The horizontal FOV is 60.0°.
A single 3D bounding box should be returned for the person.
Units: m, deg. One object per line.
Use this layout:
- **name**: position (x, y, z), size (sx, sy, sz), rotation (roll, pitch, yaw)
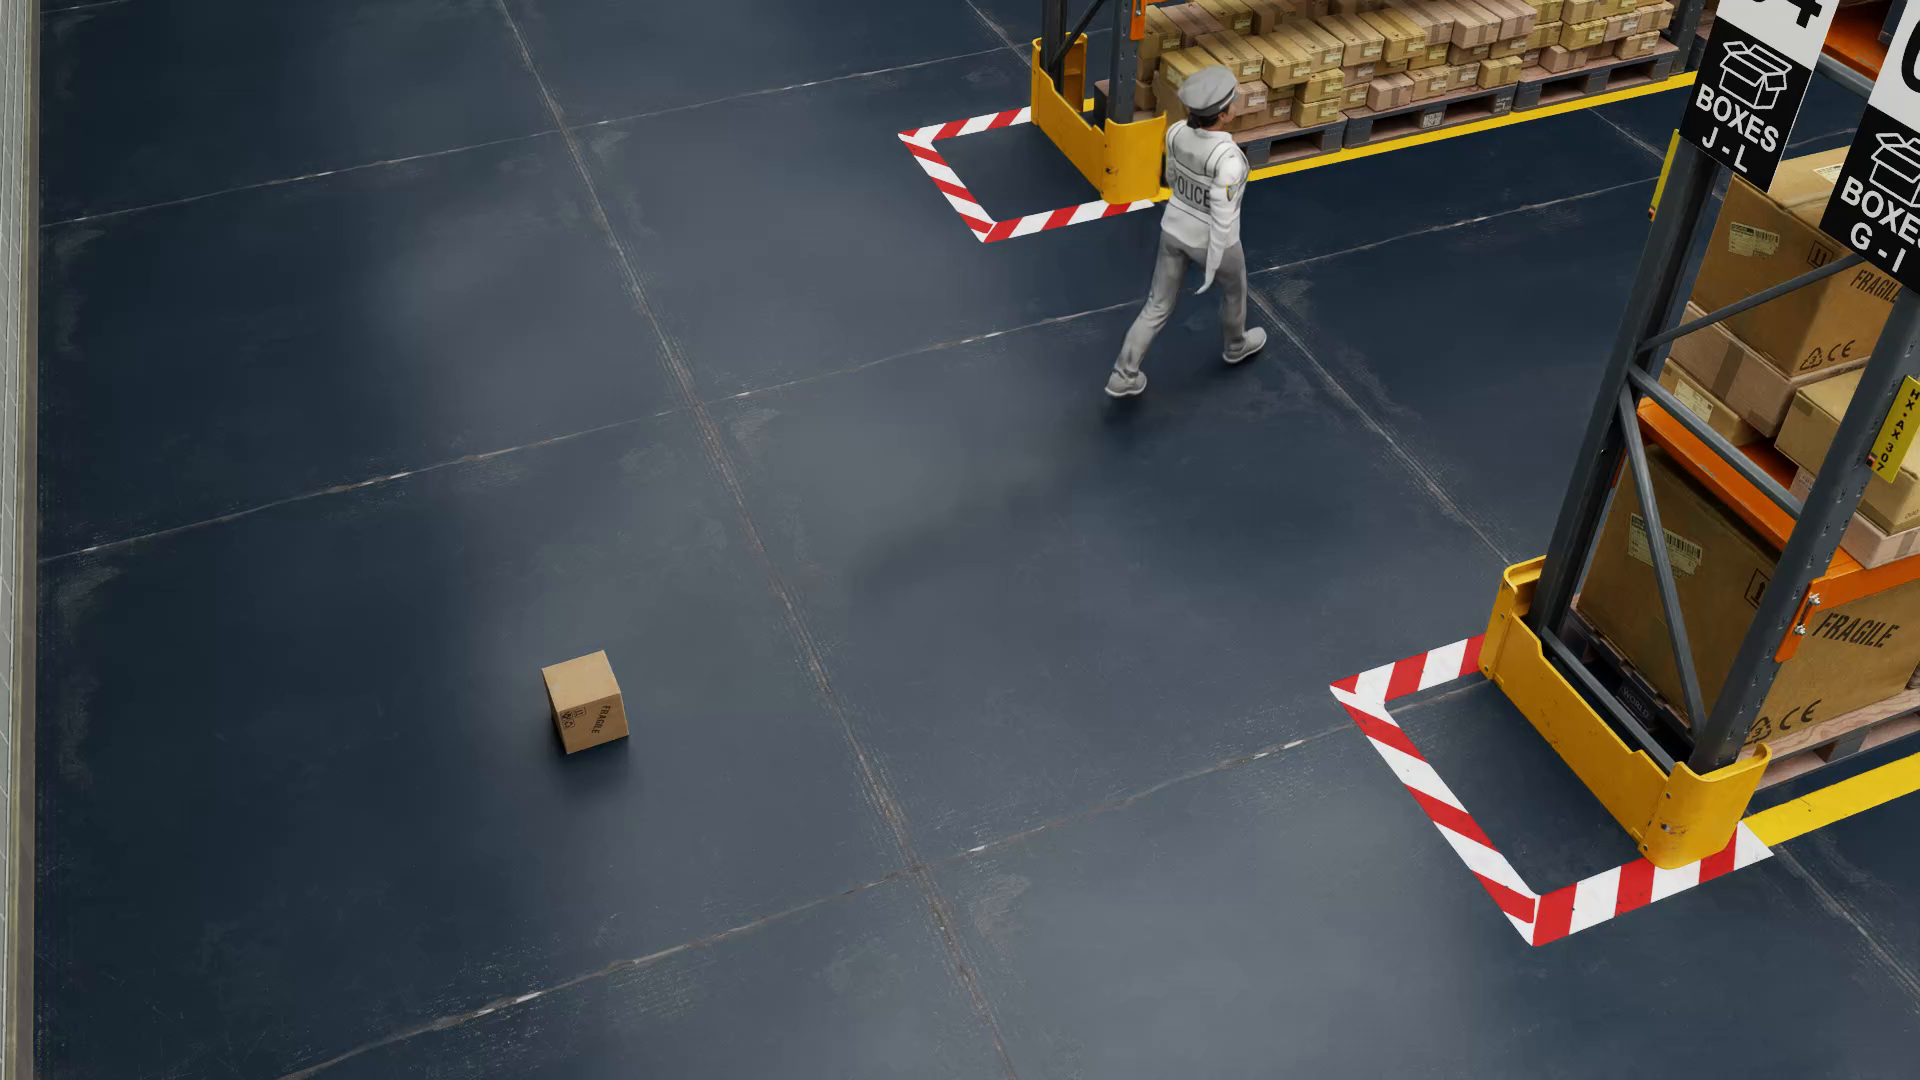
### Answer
- **person**: position (1.128, -1.438, 7.728), size (1.009, 1.639, 0.481), rotation (-33, 52, -31)
